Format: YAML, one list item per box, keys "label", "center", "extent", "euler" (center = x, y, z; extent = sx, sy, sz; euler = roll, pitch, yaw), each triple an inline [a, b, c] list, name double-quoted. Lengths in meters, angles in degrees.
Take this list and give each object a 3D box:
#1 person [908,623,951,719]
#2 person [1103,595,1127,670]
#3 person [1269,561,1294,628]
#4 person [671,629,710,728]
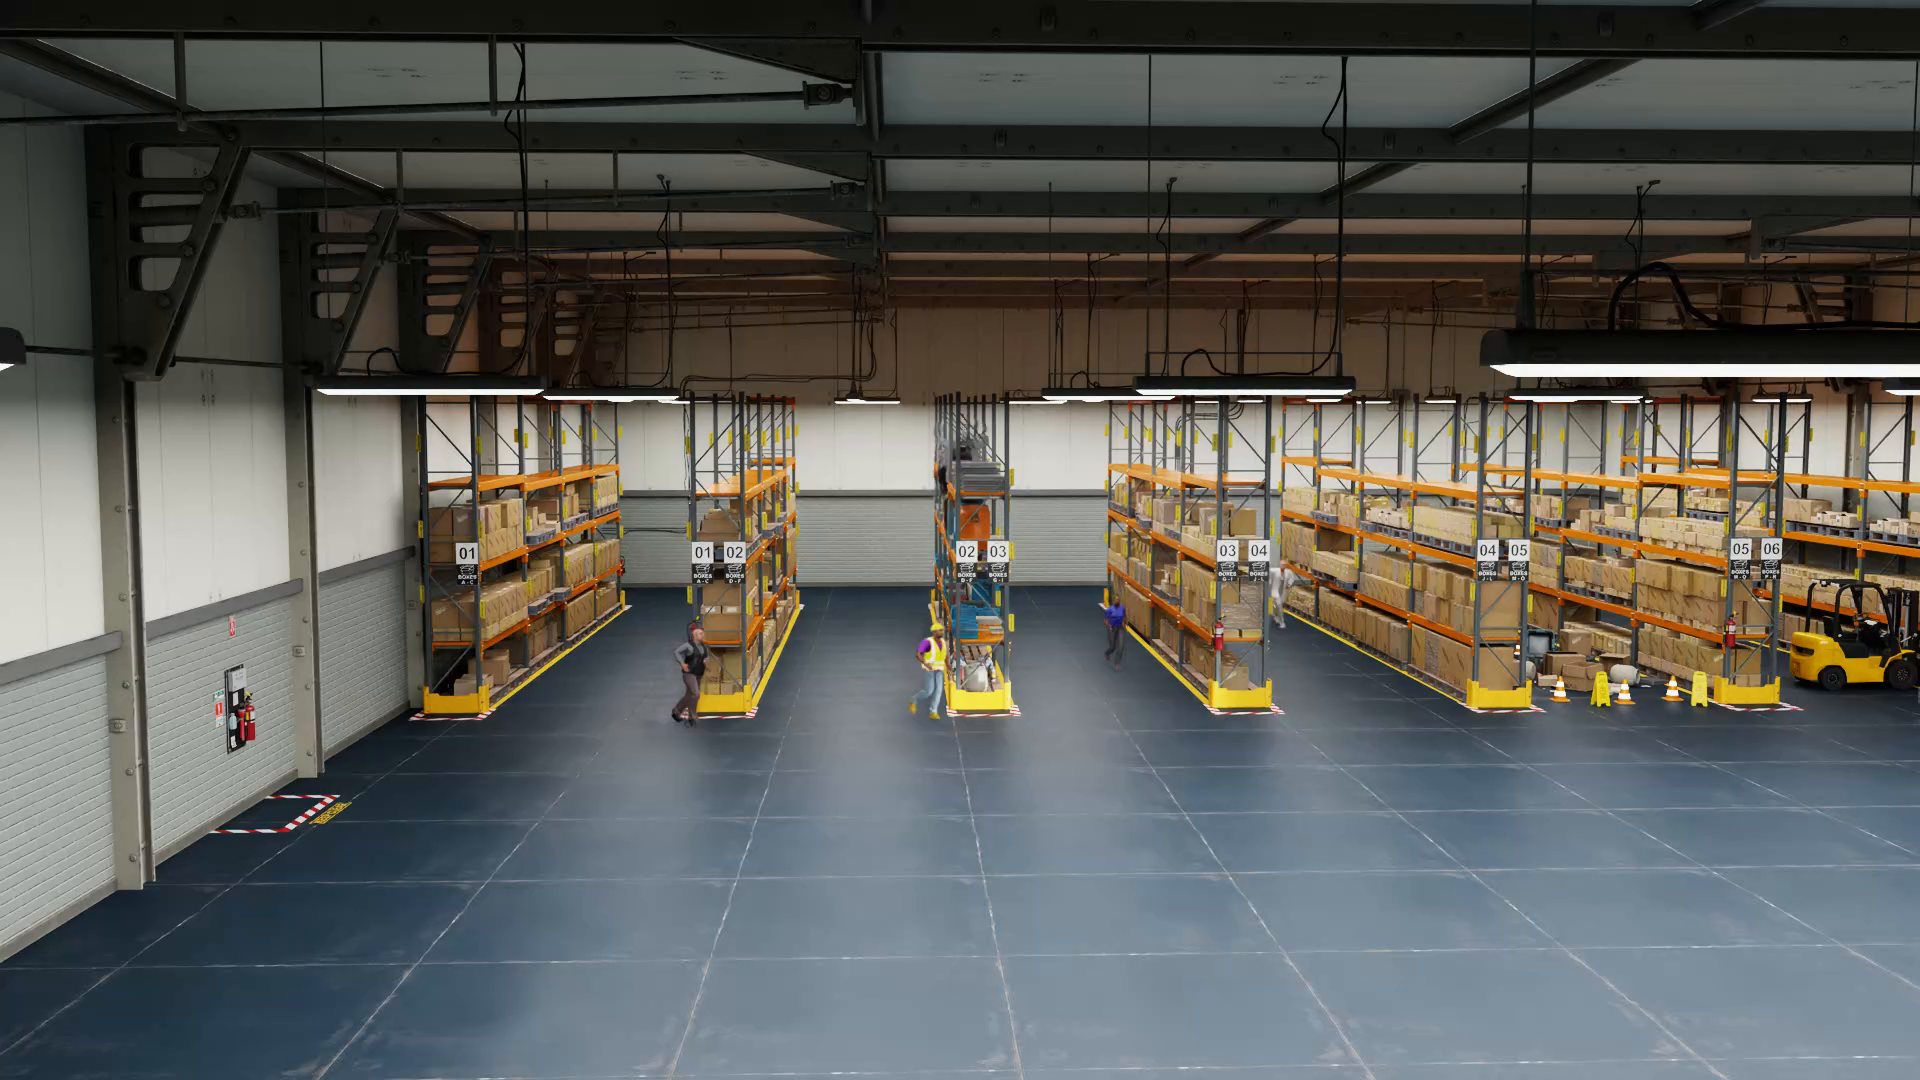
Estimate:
- label: "person"
  center: [-0.481, 2.400, 30.751]
  extent: [0.755, 1.722, 0.770]
  euler: [-4, 6, -43]
- label: "person"
  center: [3.399, 2.050, 36.545]
  extent: [0.544, 1.525, 0.761]
  euler: [-1, 5, -13]
- label: "person"
  center: [8.333, 1.403, 43.470]
  extent: [0.727, 1.795, 1.047]
  euler: [0, 5, -3]
- label: "person"
  center: [-4.855, 2.485, 30.054]
  extent: [0.716, 1.770, 0.684]
  euler: [3, 5, 30]
